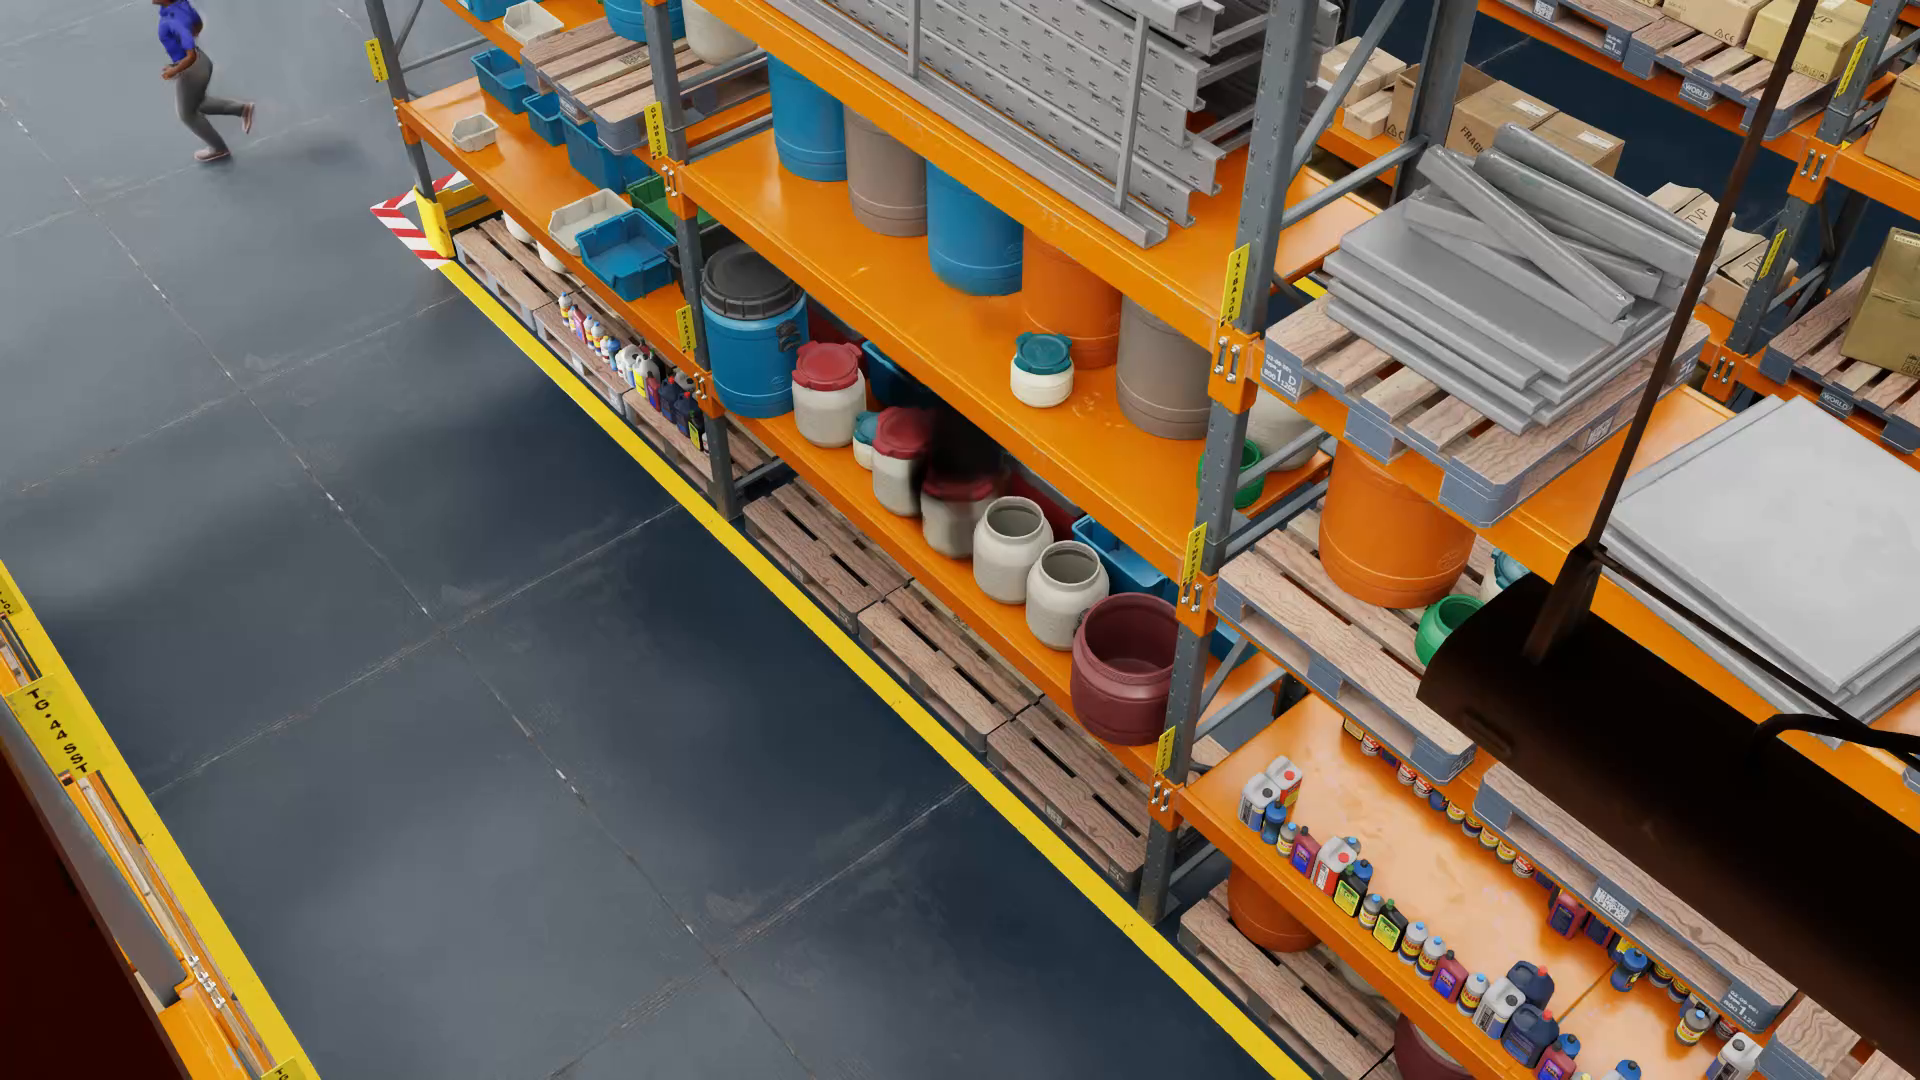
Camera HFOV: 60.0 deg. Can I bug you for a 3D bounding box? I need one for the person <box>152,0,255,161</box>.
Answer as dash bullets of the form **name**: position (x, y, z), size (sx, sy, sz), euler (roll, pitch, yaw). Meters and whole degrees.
- **person**: position (-6.174, -3.818, 13.511), size (0.592, 1.619, 0.585), euler (-9, 47, -8)
